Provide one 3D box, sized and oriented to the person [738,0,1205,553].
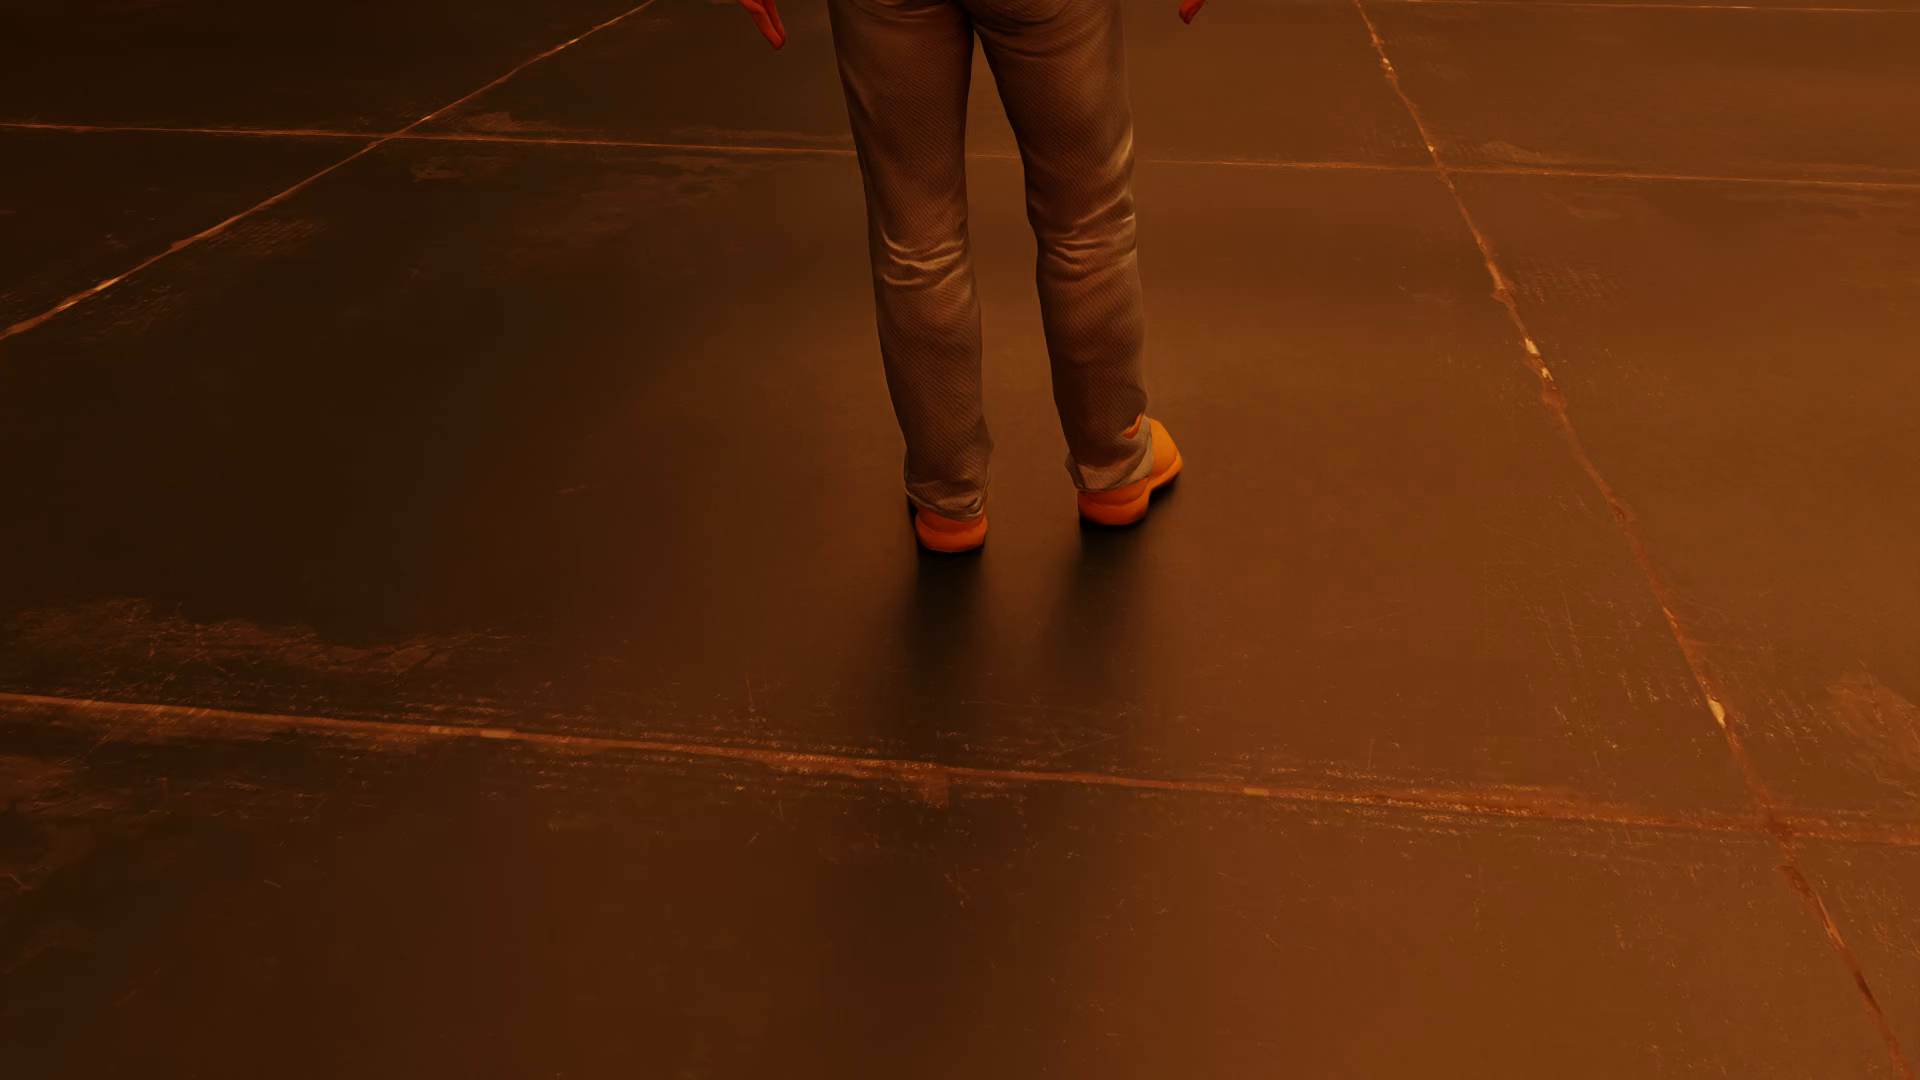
[{"bbox_3d":[0.015,-0.825,2.165,0.665,1.762,0.575,3,27,7],"label":"person"}]
